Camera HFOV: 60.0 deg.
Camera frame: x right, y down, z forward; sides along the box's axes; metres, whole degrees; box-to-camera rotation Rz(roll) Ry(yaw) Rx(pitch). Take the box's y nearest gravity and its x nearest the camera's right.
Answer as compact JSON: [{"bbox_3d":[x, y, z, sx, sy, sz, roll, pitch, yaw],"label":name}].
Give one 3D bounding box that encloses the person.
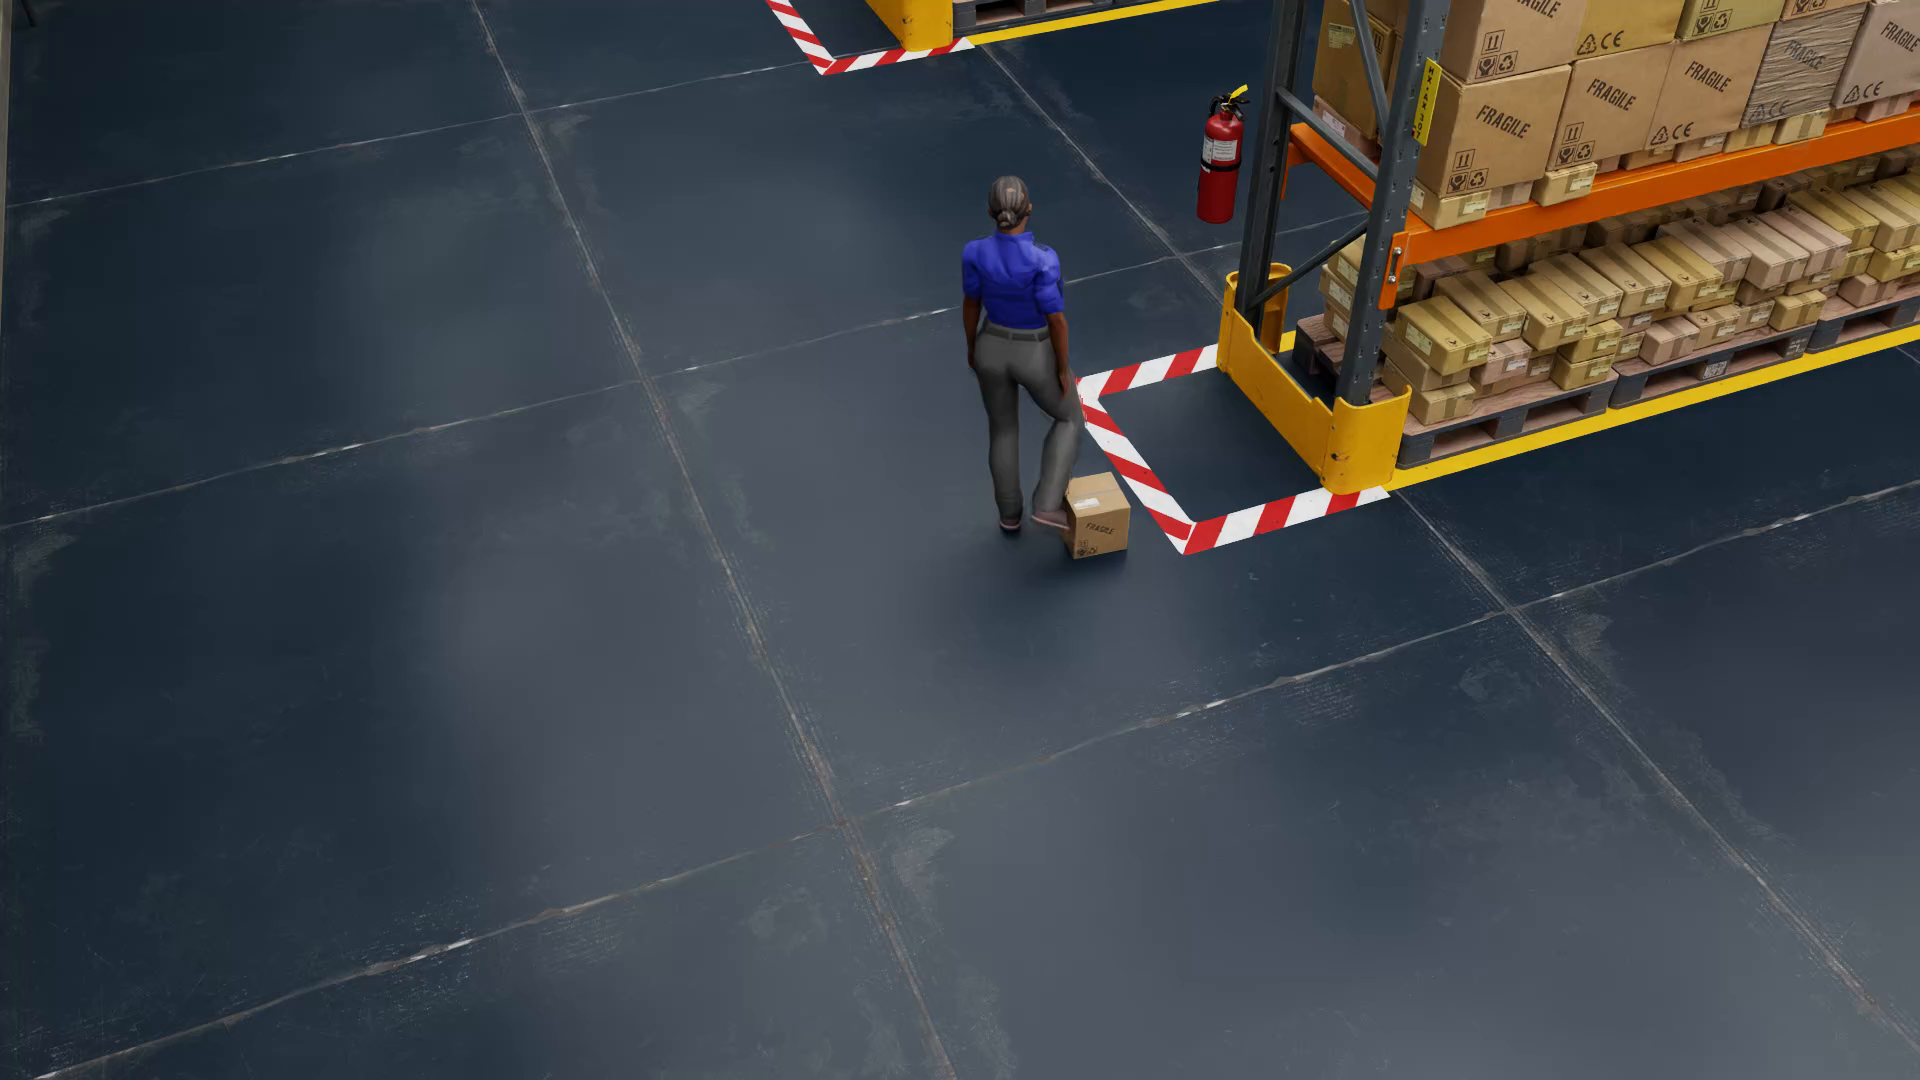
[{"bbox_3d":[0.287,-0.716,6.964,0.640,1.644,0.440,13,44,14],"label":"person"}]
